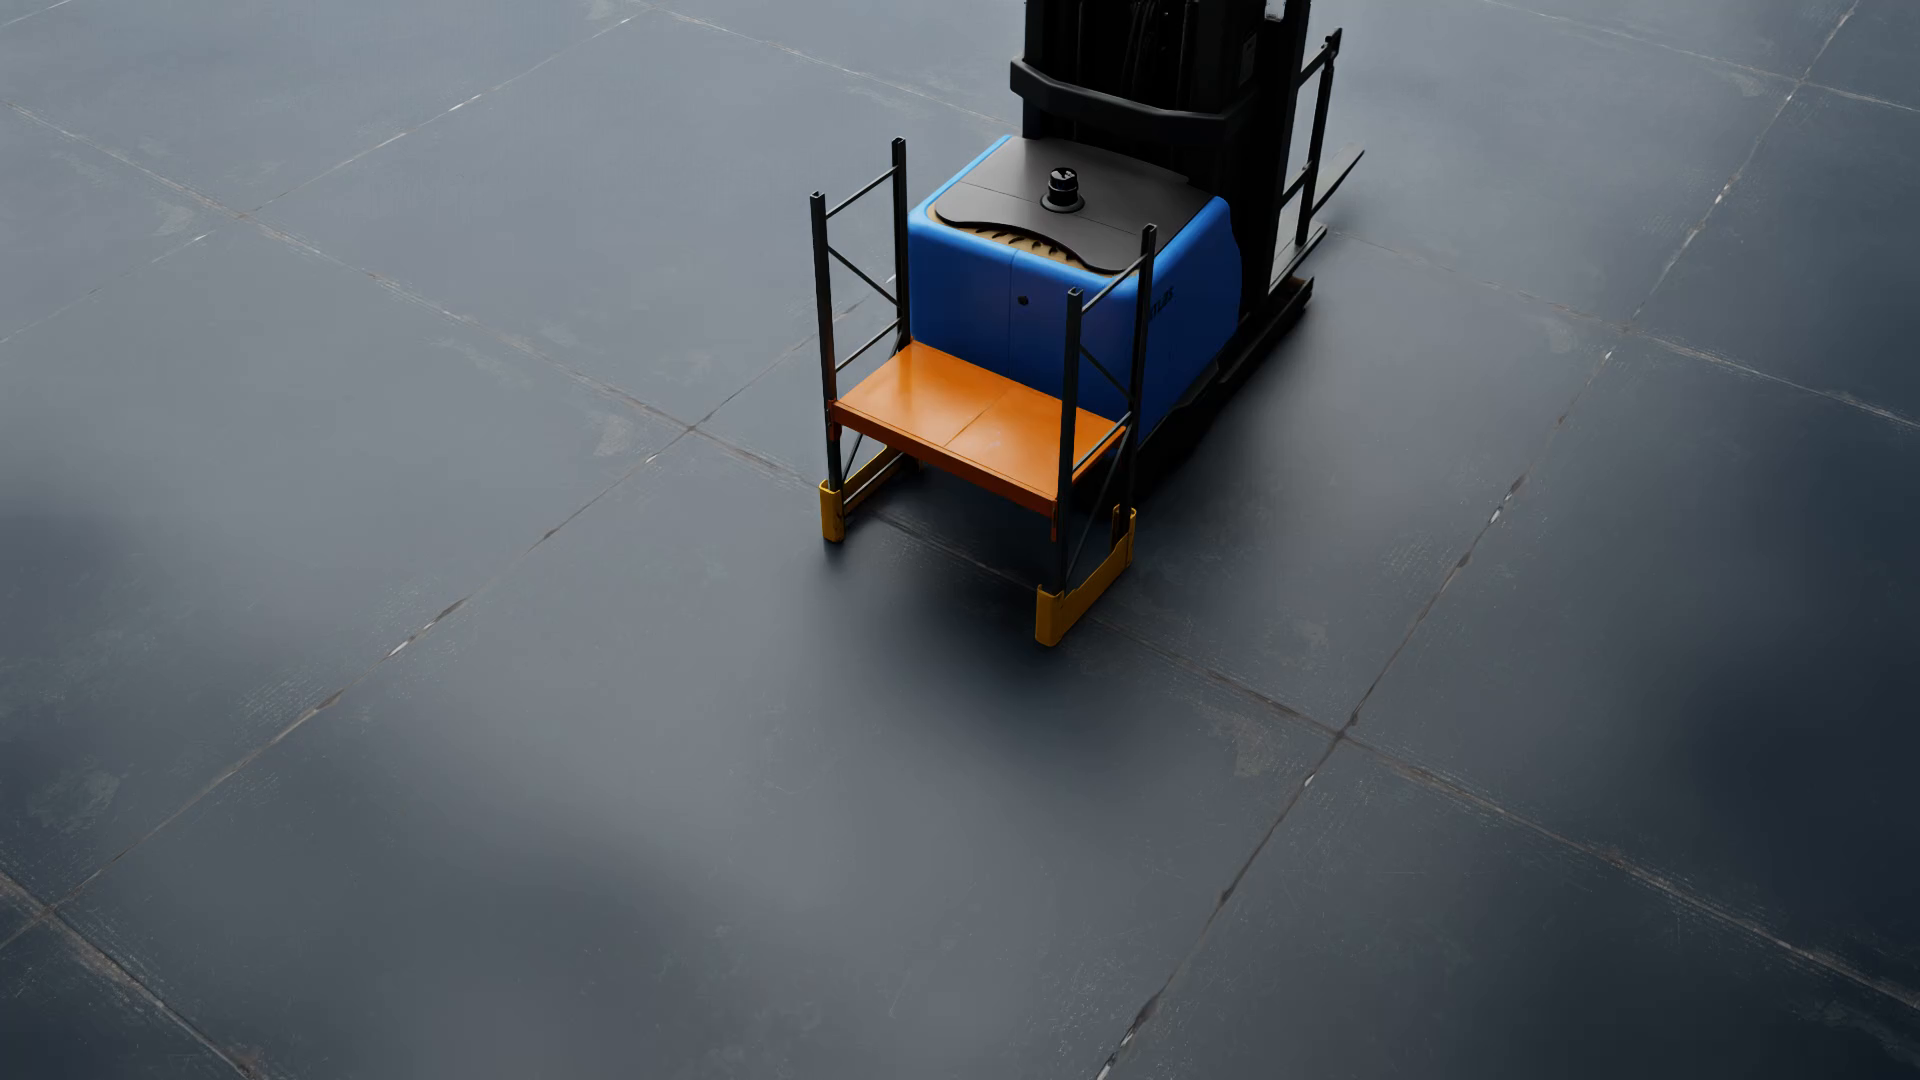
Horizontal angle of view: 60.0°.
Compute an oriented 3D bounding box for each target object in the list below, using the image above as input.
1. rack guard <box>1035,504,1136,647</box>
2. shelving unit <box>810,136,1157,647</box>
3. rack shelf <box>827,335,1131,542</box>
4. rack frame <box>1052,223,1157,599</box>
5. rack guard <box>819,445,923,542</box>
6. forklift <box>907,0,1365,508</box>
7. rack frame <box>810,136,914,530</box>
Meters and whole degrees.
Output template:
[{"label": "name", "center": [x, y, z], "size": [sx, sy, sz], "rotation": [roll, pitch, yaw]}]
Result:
[{"label": "rack guard", "center": [0.470, 0.127, 6.184], "size": [0.087, 0.250, 0.587], "rotation": [25, 48, 25]}, {"label": "shelving unit", "center": [0.062, -0.530, 5.980], "size": [1.083, 1.500, 0.587], "rotation": [25, 48, 25]}, {"label": "rack shelf", "center": [0.070, -0.392, 6.096], "size": [1.000, 0.185, 0.538], "rotation": [25, 48, 25]}, {"label": "rack frame", "center": [0.486, -0.332, 5.759], "size": [0.032, 1.500, 0.500], "rotation": [25, 48, 25]}, {"label": "rack guard", "center": [-0.345, -0.255, 6.610], "size": [0.087, 0.250, 0.587], "rotation": [25, 48, 25]}, {"label": "forklift", "center": [0.971, -2.179, 6.750], "size": [1.130, 2.935, 3.031], "rotation": [22, 46, 23]}, {"label": "rack frame", "center": [-0.346, -0.721, 6.194], "size": [0.032, 1.500, 0.500], "rotation": [25, 48, 25]}]
